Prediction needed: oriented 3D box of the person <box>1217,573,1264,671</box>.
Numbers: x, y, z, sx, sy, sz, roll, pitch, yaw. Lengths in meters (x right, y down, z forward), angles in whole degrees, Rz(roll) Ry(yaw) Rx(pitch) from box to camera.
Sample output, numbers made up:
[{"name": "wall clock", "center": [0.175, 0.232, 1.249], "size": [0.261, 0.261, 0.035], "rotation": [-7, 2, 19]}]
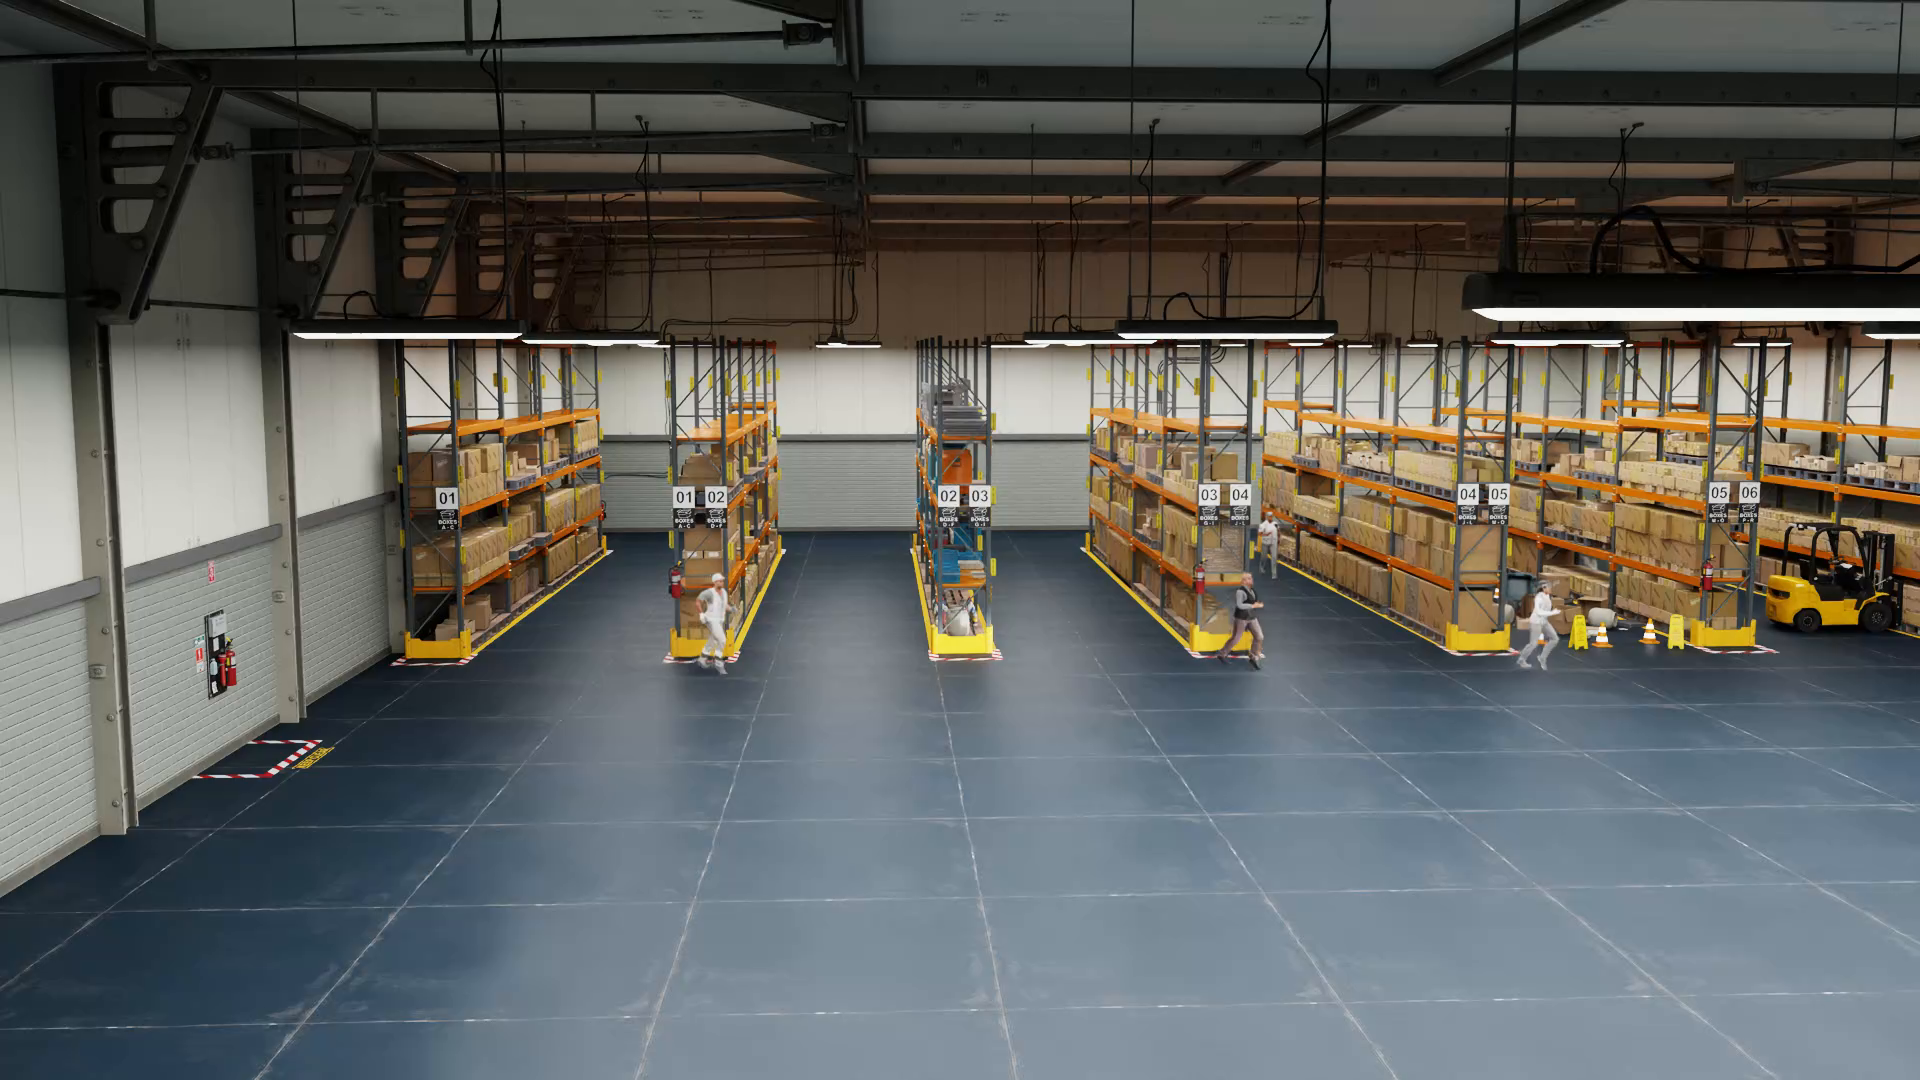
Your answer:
[{"name": "person", "center": [5.128, 1.468, 30.043], "size": [0.898, 1.772, 0.664], "rotation": [6, 9, 44]}]

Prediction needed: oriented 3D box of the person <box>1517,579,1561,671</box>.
[{"name": "person", "center": [10.381, 1.507, 29.764], "size": [0.783, 1.670, 0.642], "rotation": [5, 8, 40]}]

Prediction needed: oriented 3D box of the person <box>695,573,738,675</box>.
[{"name": "person", "center": [-4.357, 1.488, 29.630], "size": [0.866, 1.818, 0.587], "rotation": [3, 7, 26]}]

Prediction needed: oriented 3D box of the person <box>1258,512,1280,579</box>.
[{"name": "person", "center": [7.833, 0.104, 42.078], "size": [0.607, 1.651, 0.941], "rotation": [0, 6, -3]}]

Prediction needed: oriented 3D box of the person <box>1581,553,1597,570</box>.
[{"name": "person", "center": [15.946, 0.138, 41.992], "size": [0.575, 1.627, 0.599], "rotation": [0, 6, -1]}]
